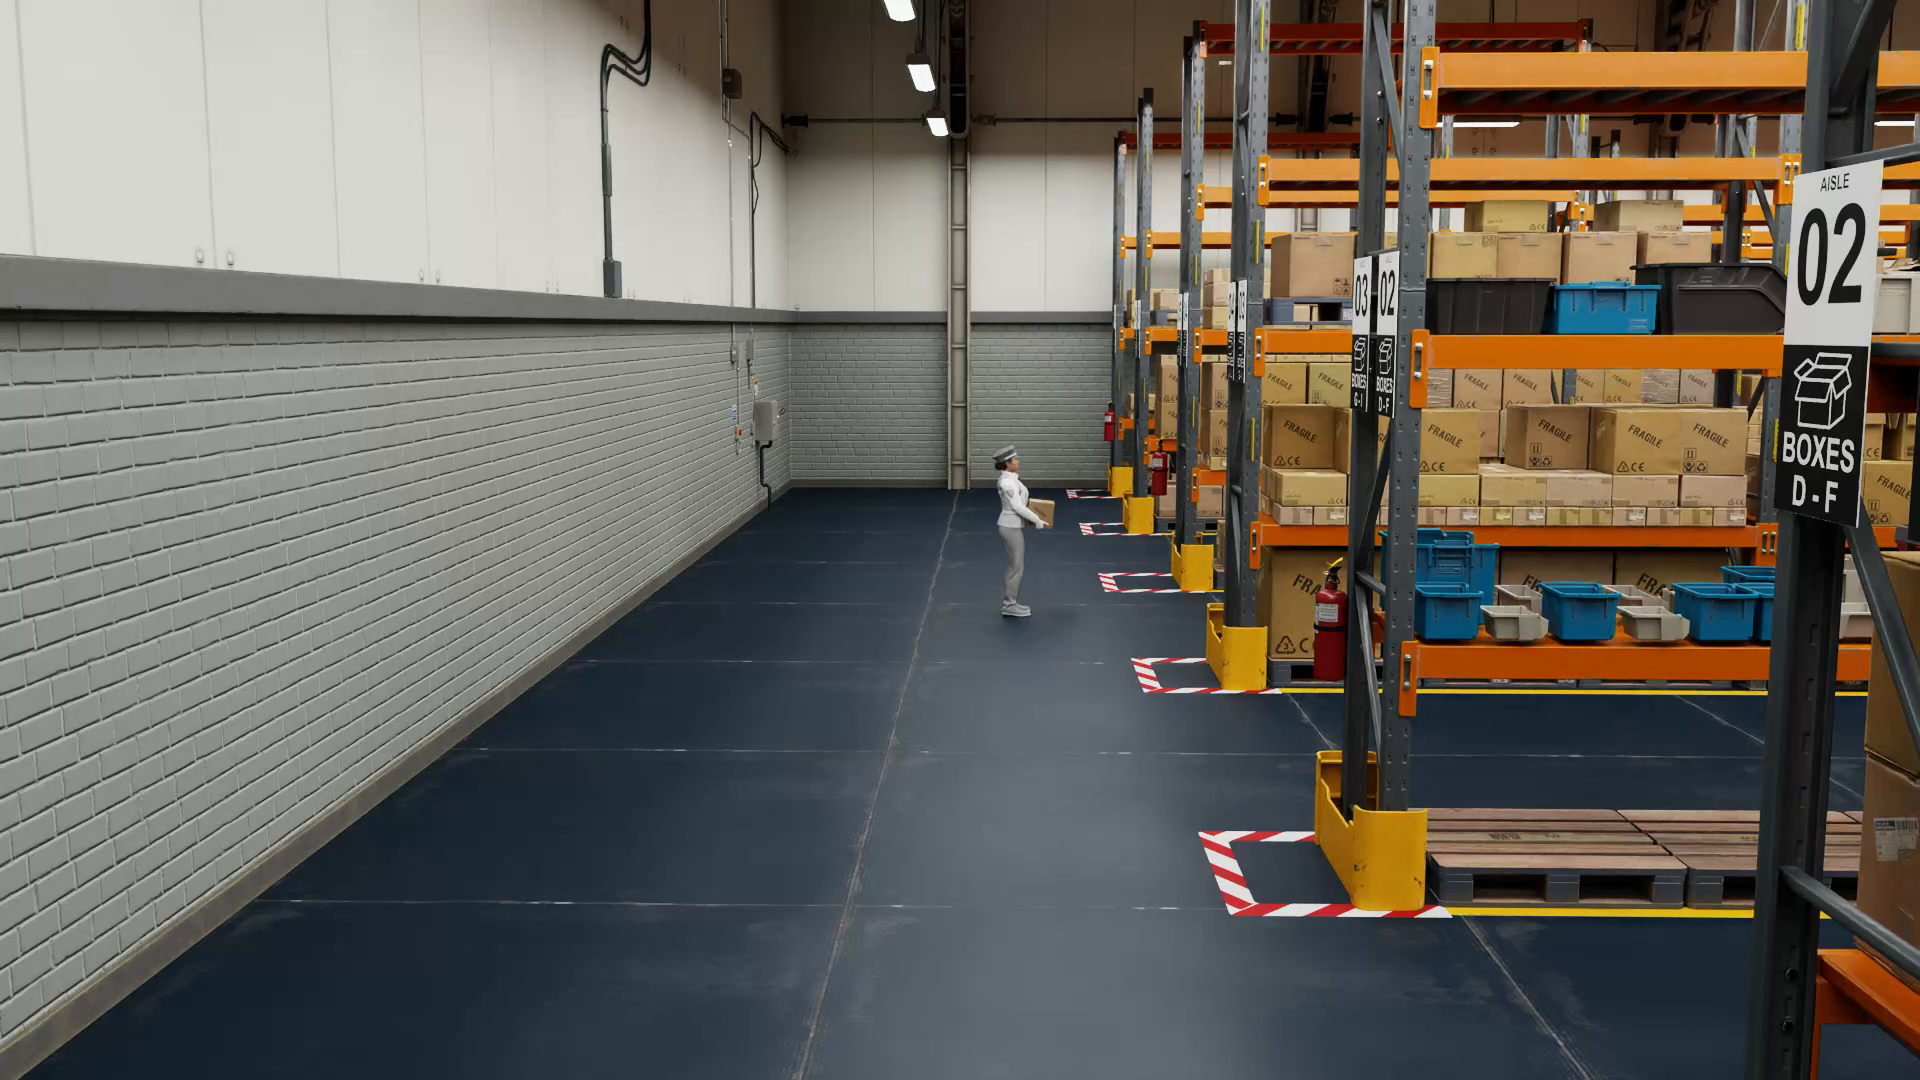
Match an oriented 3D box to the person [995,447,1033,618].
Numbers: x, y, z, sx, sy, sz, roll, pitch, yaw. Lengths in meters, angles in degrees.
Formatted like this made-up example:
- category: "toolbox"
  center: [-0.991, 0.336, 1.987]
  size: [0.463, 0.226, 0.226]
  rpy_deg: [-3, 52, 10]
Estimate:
- category: "person"
  center: [0.532, -0.090, 16.462]
  size: [0.369, 1.663, 0.518]
  rpy_deg: [0, 7, -1]
